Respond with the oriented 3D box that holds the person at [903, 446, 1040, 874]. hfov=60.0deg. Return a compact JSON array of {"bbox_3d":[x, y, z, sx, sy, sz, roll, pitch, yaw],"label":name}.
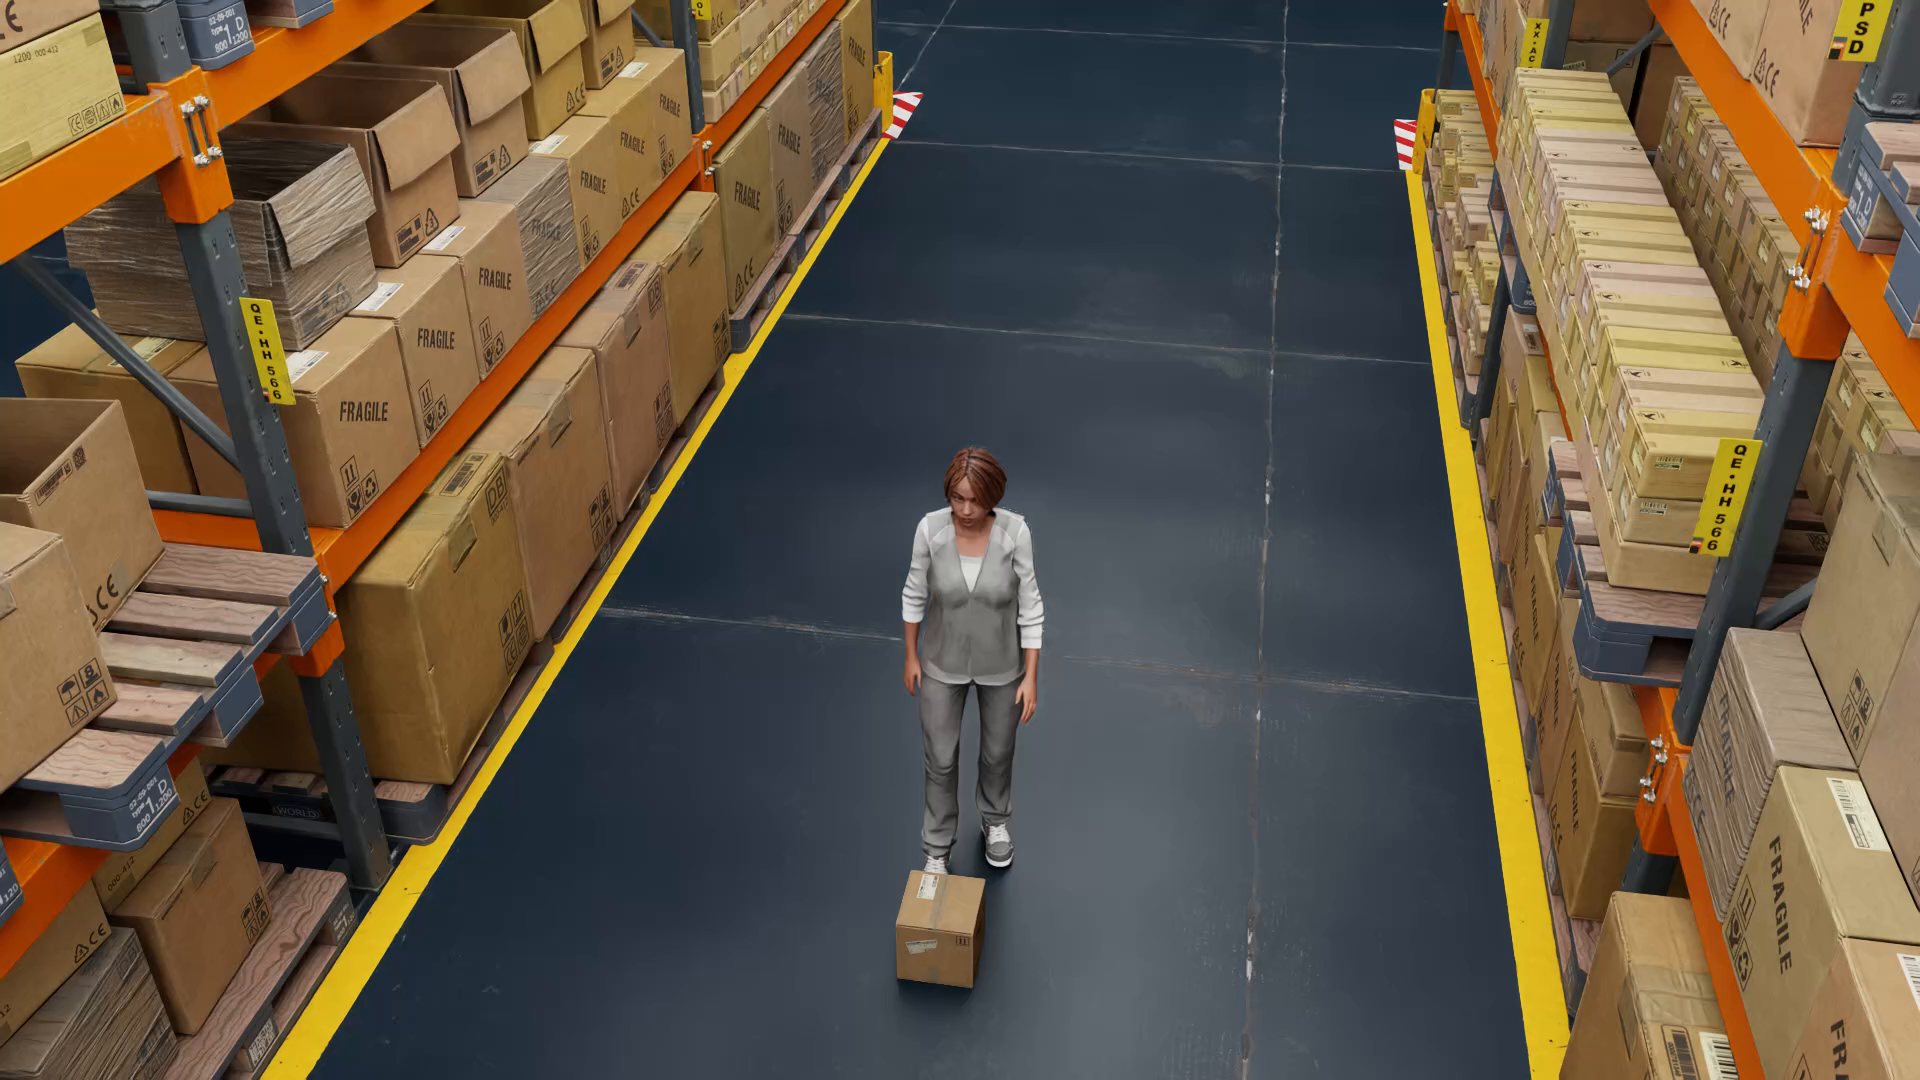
[{"bbox_3d":[0.033,0.461,5.426,0.450,1.615,0.436,1,33,1],"label":"person"}]
